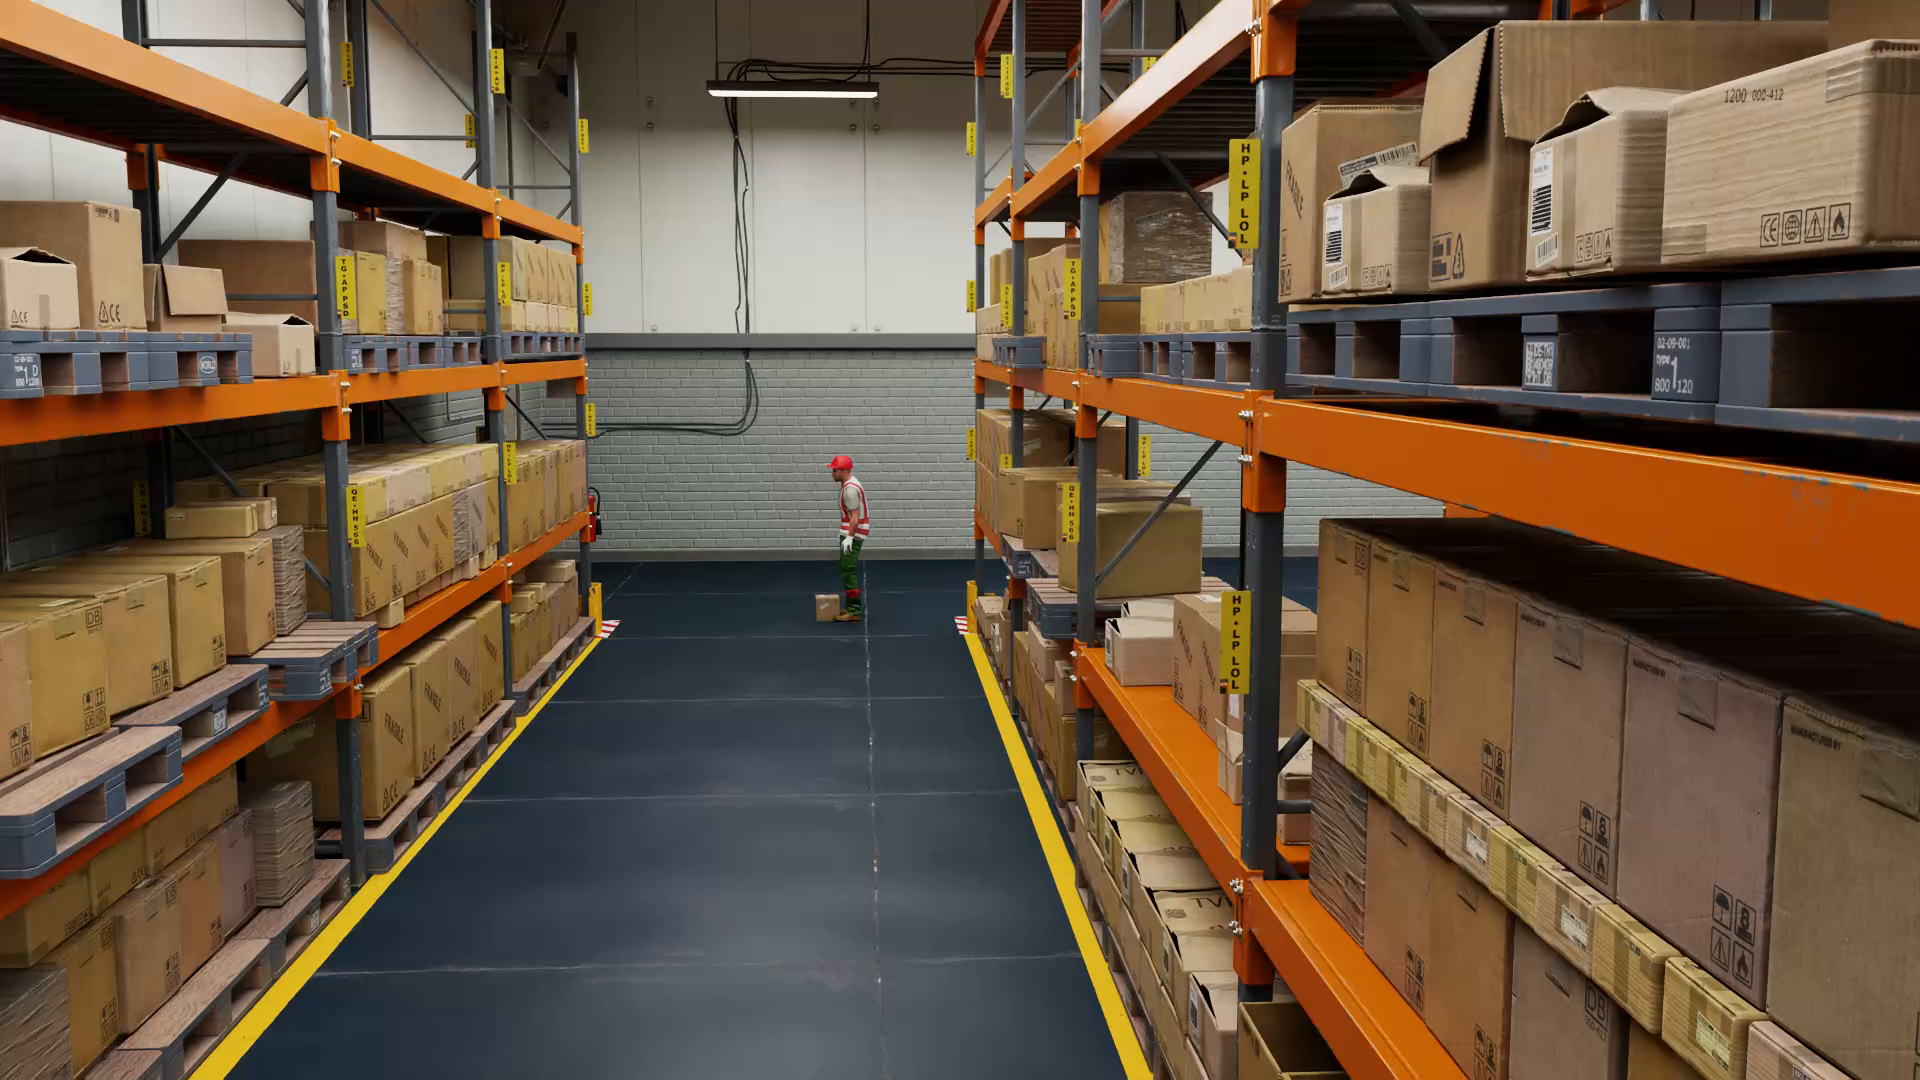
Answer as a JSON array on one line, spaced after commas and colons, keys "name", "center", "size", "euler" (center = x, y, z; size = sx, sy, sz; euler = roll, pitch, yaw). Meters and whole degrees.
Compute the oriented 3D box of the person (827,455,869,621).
[{"name": "person", "center": [-1.206, -0.024, 17.878], "size": [0.448, 1.779, 0.619], "euler": [-1, 7, -7]}]
